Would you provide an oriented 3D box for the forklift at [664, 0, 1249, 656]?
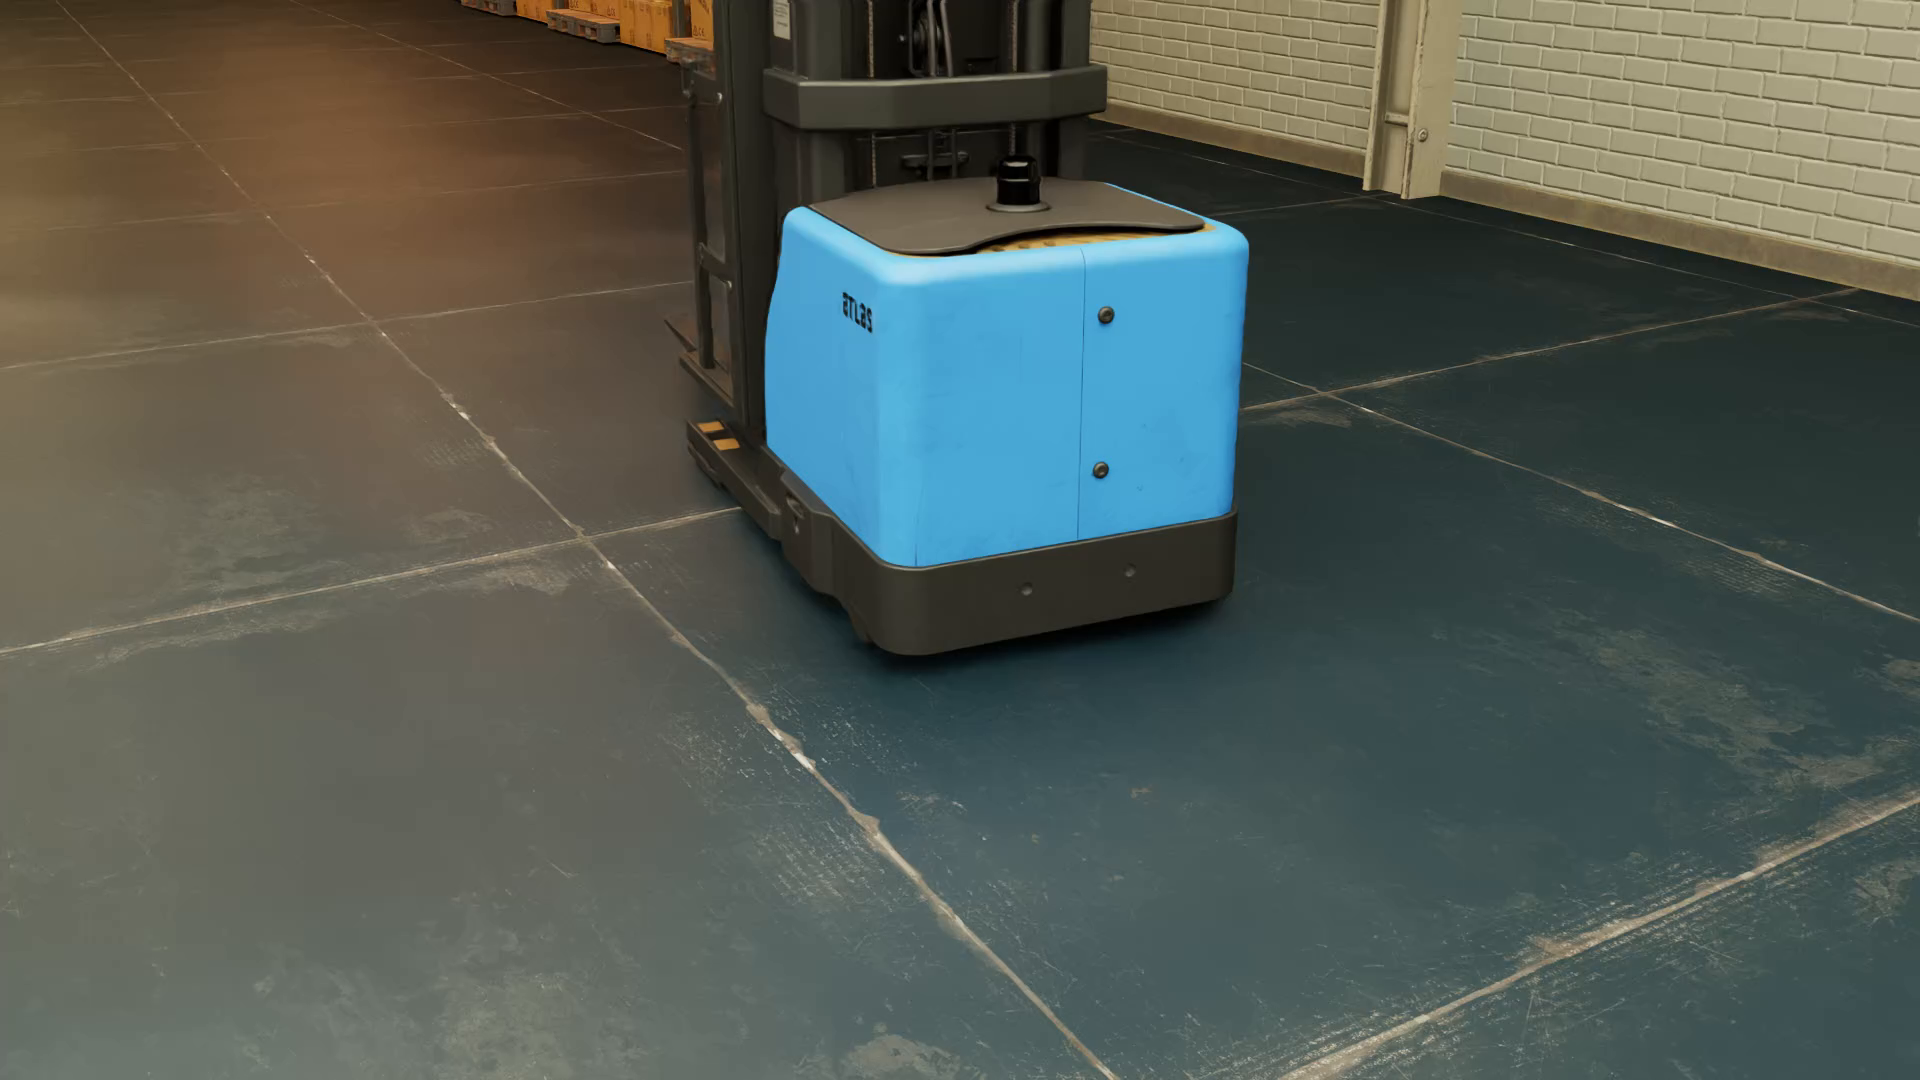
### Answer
[{"bbox_3d":[-0.293,-1.588,5.143,1.130,2.935,3.031,-9,24,-22],"label":"forklift"}]
